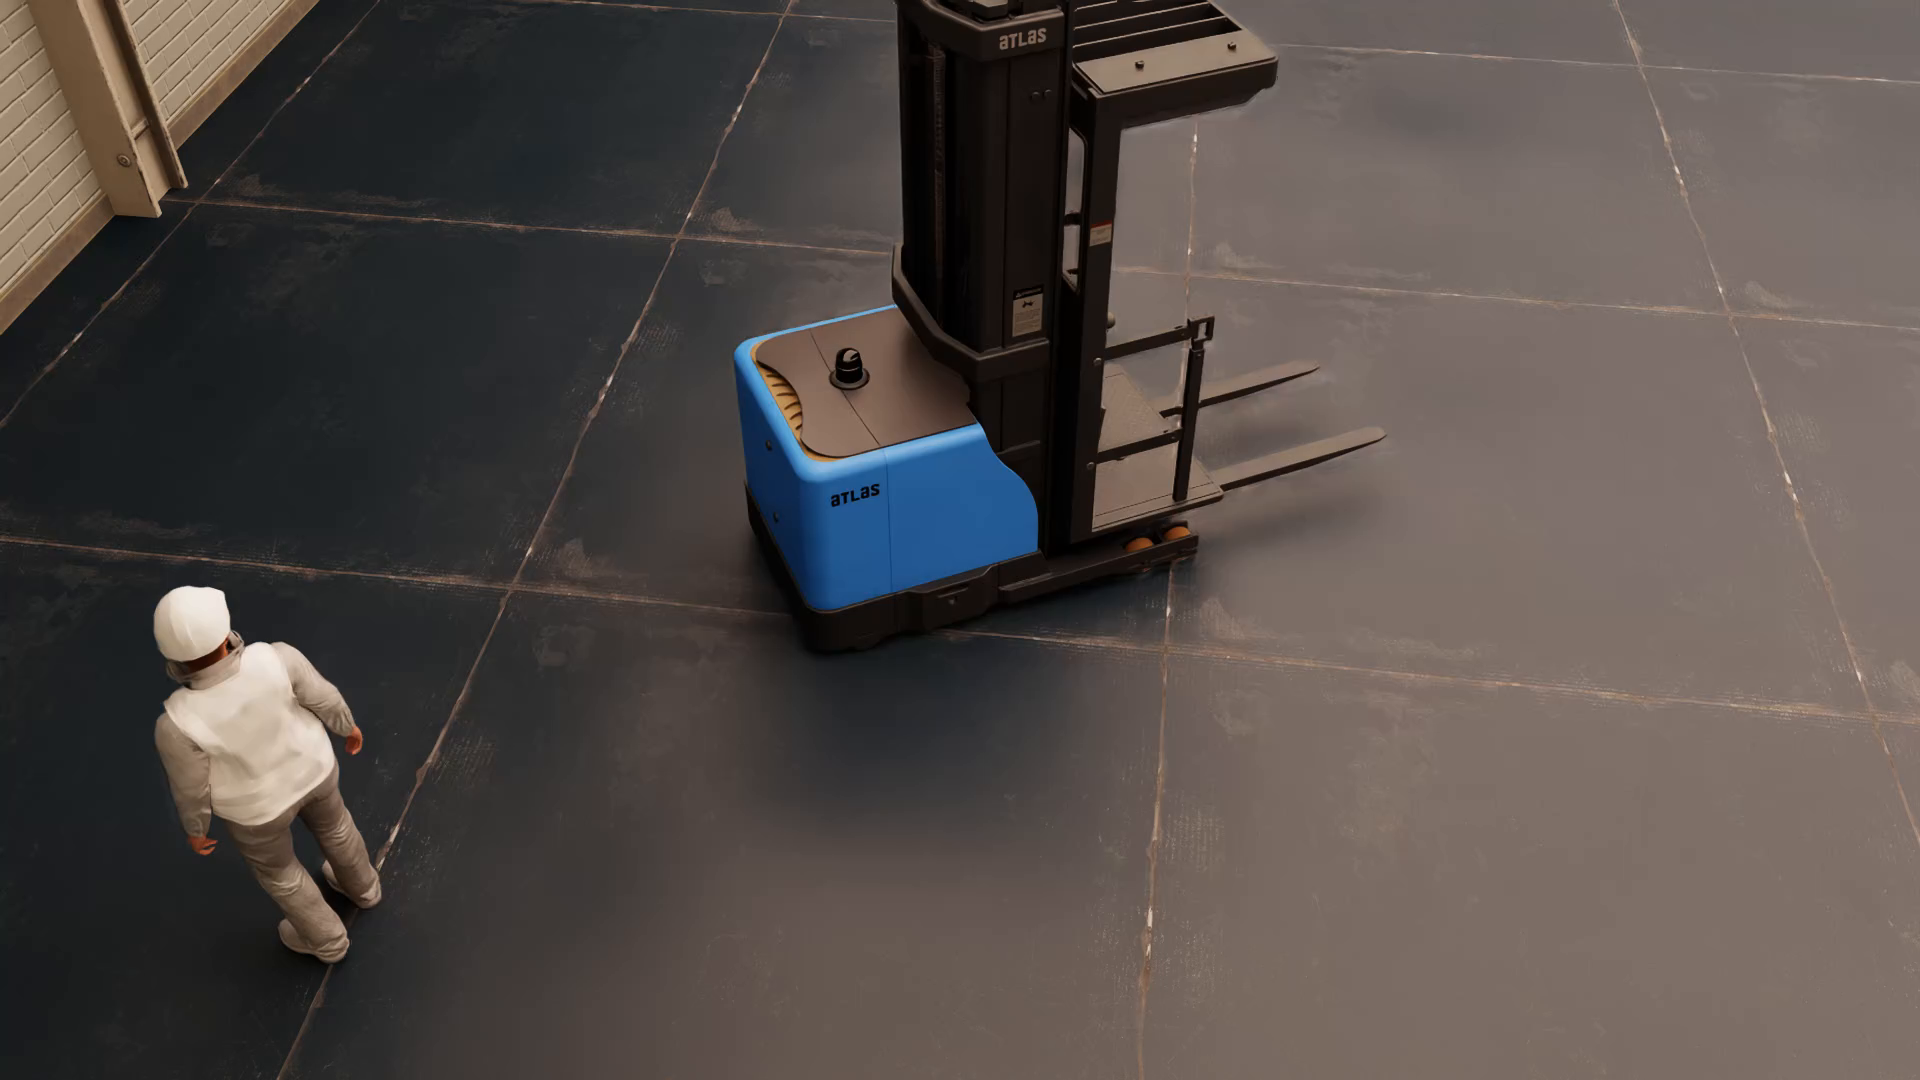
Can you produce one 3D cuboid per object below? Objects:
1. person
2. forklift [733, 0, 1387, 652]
[{"bbox_3d":[-2.388,0.793,5.720,0.433,1.772,0.665,28,49,27],"label":"person"},{"bbox_3d":[0.562,-1.240,7.074,3.031,2.935,1.130,-16,45,-17],"label":"forklift"}]
